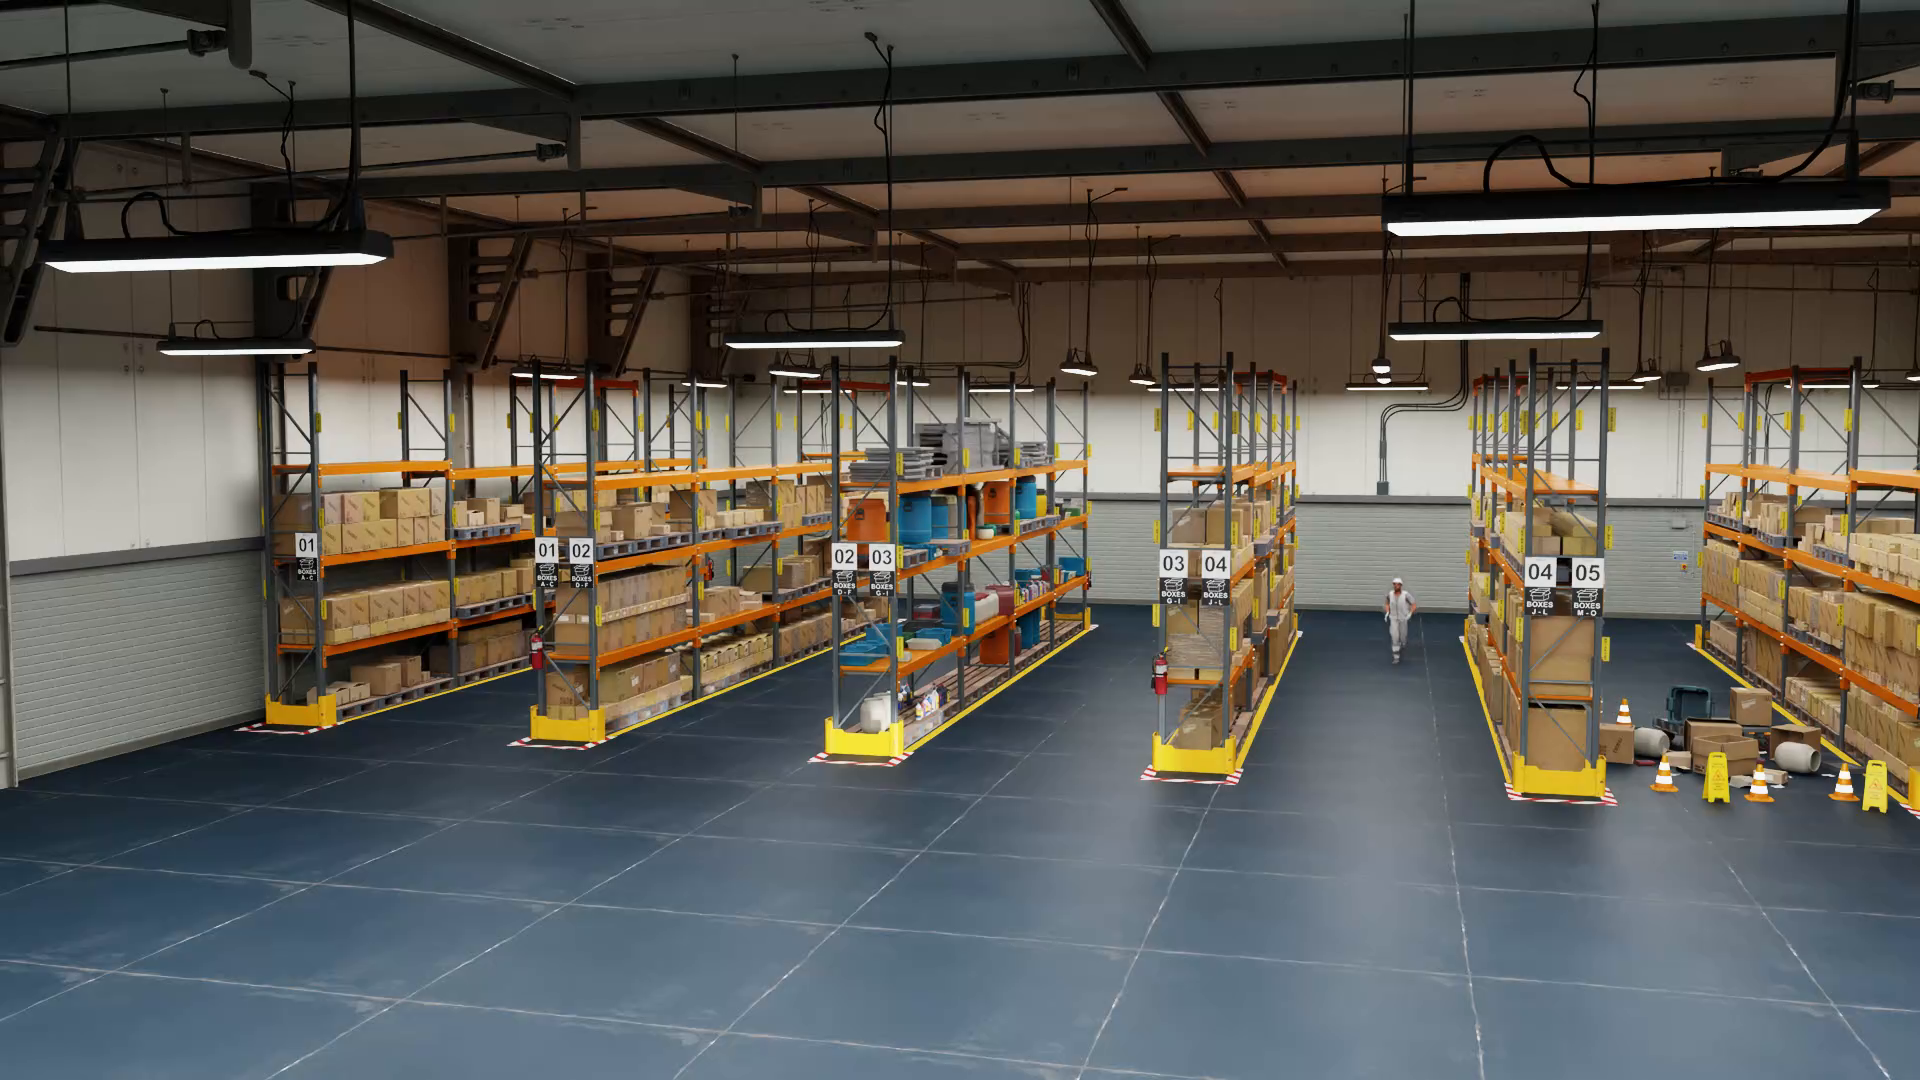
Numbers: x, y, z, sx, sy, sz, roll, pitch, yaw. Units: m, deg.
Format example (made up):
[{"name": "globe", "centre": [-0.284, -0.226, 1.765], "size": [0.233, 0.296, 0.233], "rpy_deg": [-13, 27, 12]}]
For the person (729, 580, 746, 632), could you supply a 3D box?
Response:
[{"name": "person", "centre": [-4.943, 1.613, 37.535], "size": [0.573, 1.500, 0.854], "rpy_deg": [0, 4, 0]}]

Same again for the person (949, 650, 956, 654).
[{"name": "person", "centre": [-0.101, 1.714, 36.380], "size": [0.611, 1.572, 0.962], "rpy_deg": [2, 5, 27]}]

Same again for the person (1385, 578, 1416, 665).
[{"name": "person", "centre": [9.209, 1.680, 34.777], "size": [0.655, 1.790, 0.780], "rpy_deg": [2, 4, 25]}]
